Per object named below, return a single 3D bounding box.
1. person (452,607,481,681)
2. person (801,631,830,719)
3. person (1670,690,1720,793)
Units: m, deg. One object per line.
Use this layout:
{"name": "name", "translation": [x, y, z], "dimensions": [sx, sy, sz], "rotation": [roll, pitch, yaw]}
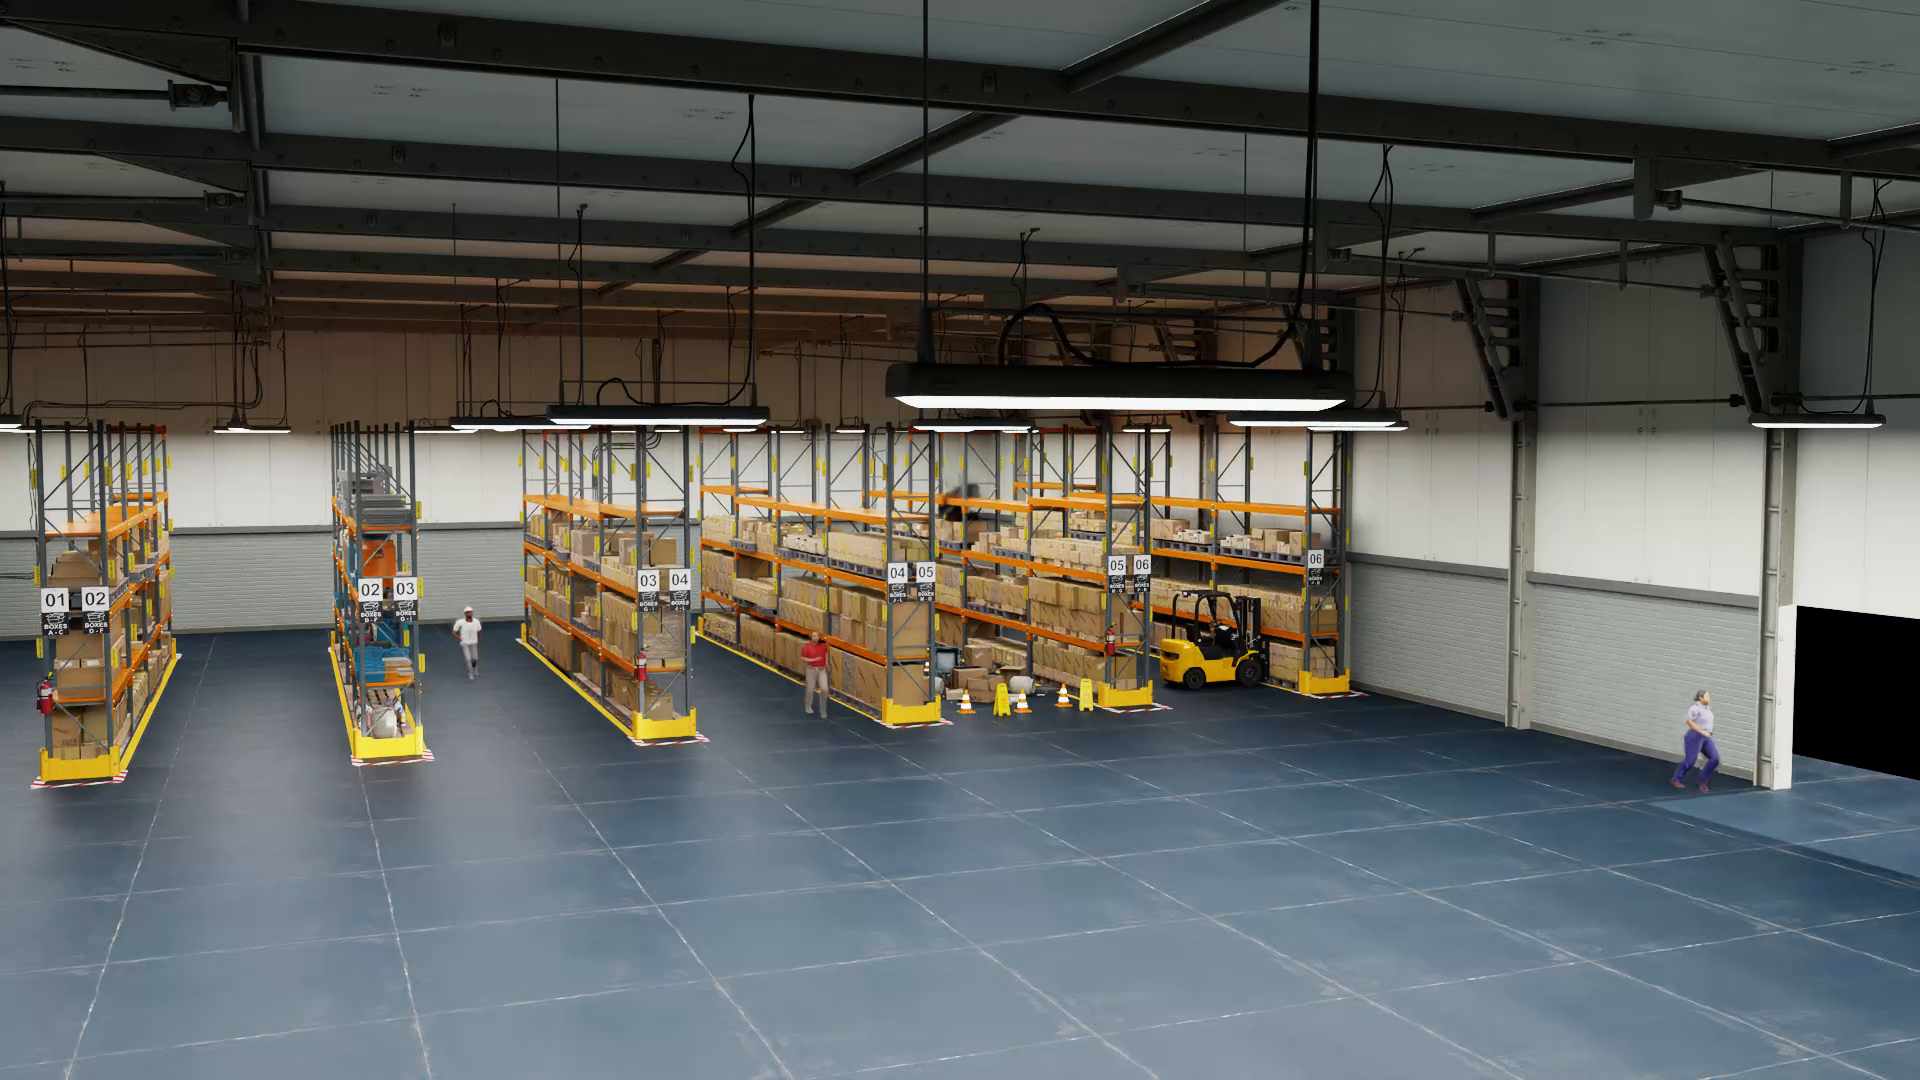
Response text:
{"name": "person", "translation": [-11.521, 2.435, 39.014], "dimensions": [0.691, 1.705, 0.570], "rotation": [-2, 4, -30]}
{"name": "person", "translation": [-2.942, 2.750, 33.937], "dimensions": [0.636, 1.802, 0.786], "rotation": [-1, 4, -21]}
{"name": "person", "translation": [11.959, 3.248, 26.900], "dimensions": [0.681, 1.656, 0.671], "rotation": [-2, 4, -33]}
